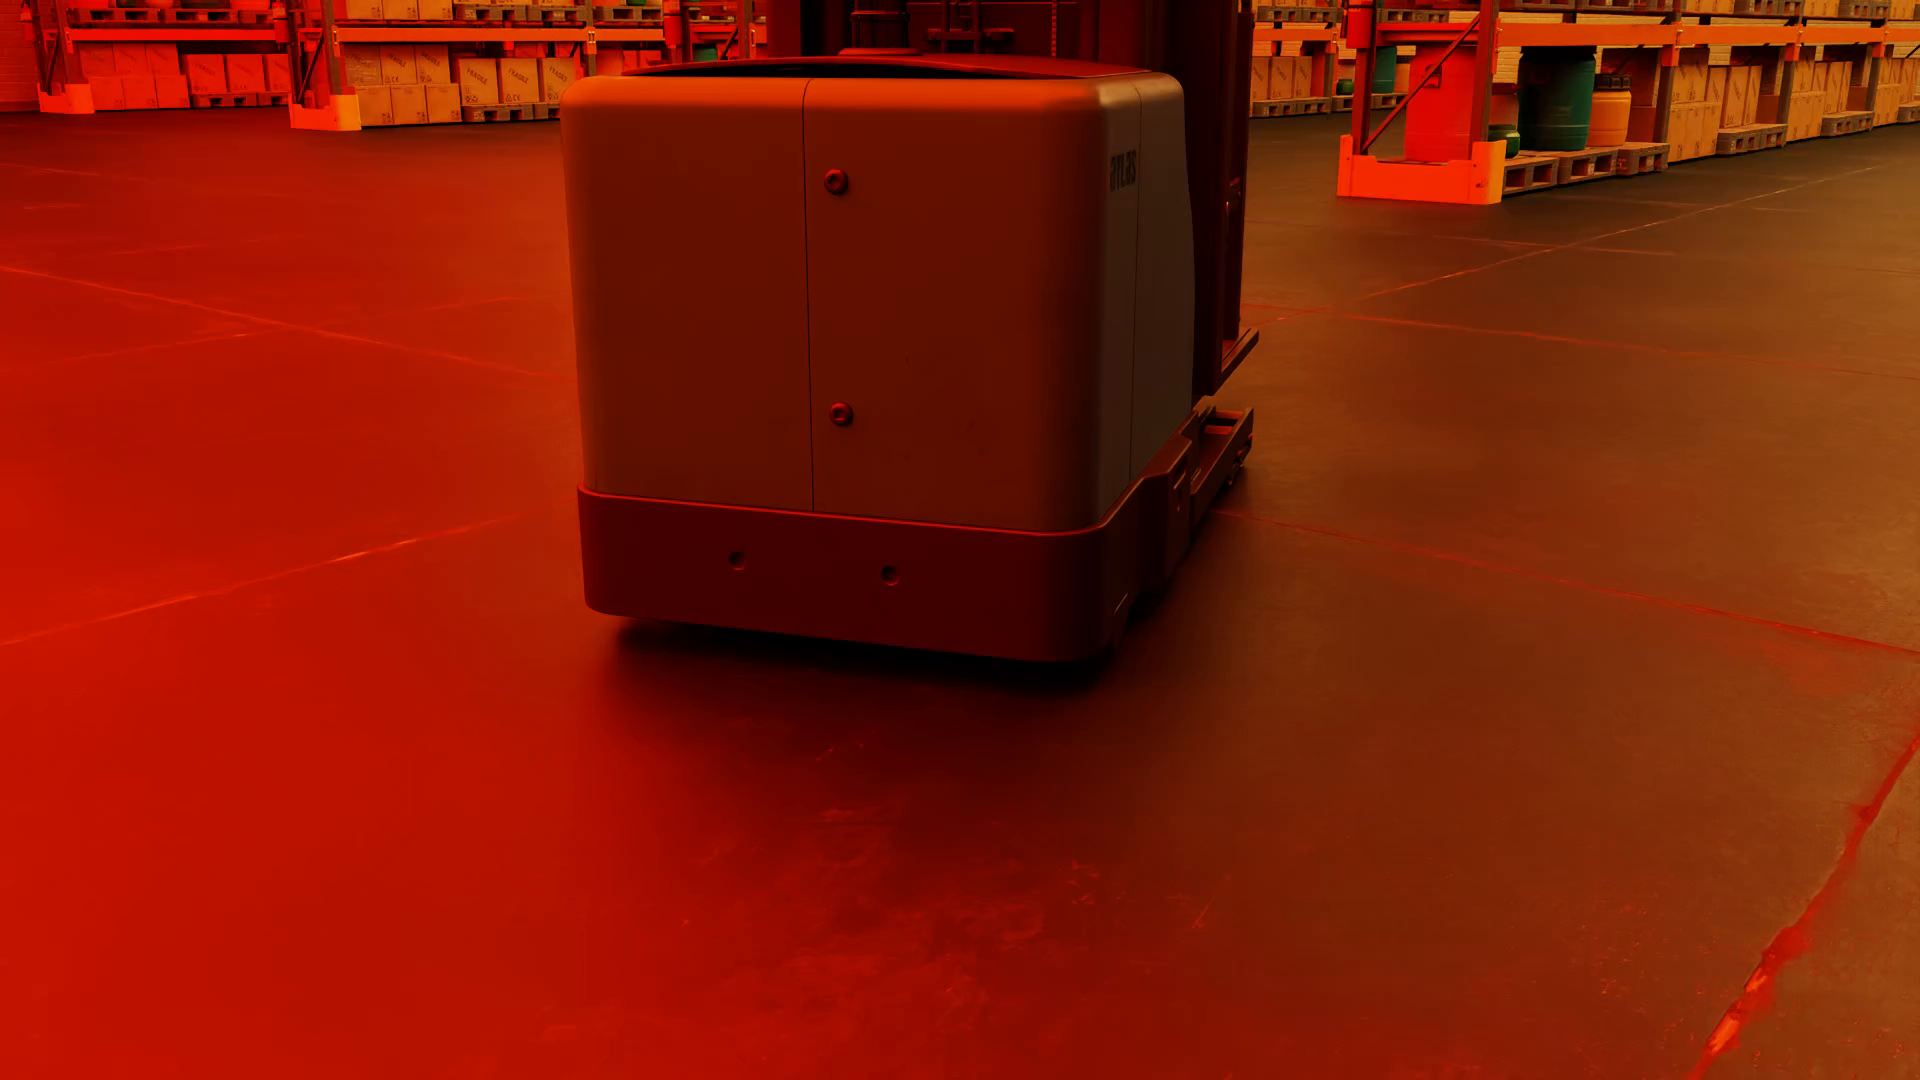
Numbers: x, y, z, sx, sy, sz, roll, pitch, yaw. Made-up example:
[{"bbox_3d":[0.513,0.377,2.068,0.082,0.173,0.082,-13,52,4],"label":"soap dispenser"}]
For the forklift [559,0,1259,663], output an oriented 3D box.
[{"bbox_3d":[0.182,-1.571,4.072,1.130,2.935,3.031,5,18,17],"label":"forklift"}]
